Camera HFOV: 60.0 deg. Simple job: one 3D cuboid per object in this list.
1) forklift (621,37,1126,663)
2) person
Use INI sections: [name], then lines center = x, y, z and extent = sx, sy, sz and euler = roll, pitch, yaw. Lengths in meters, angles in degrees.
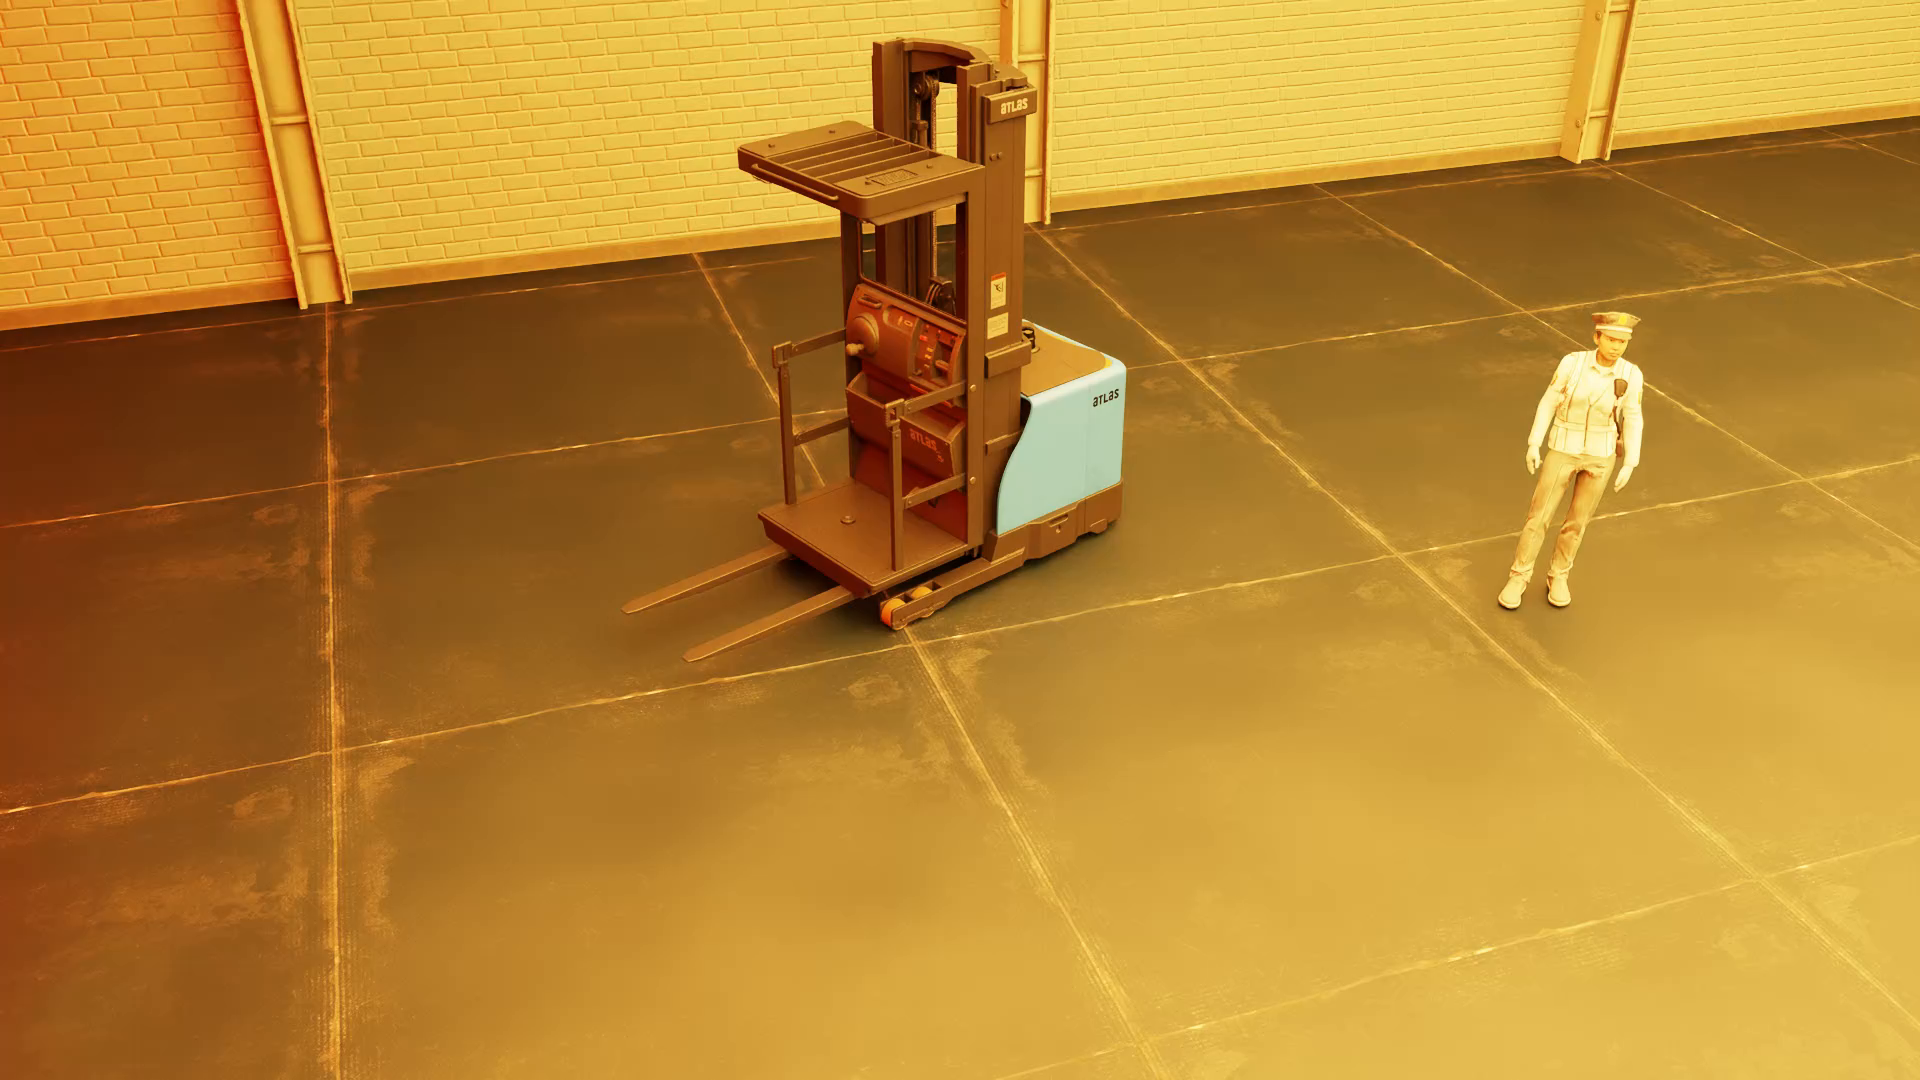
[forklift]
center = -0.461, -1.072, 8.951
extent = 3.031, 2.935, 1.130
euler = -23, 37, -34
[person]
center = 3.383, -0.431, 9.061
extent = 0.587, 1.697, 0.535
euler = 10, 31, 16
